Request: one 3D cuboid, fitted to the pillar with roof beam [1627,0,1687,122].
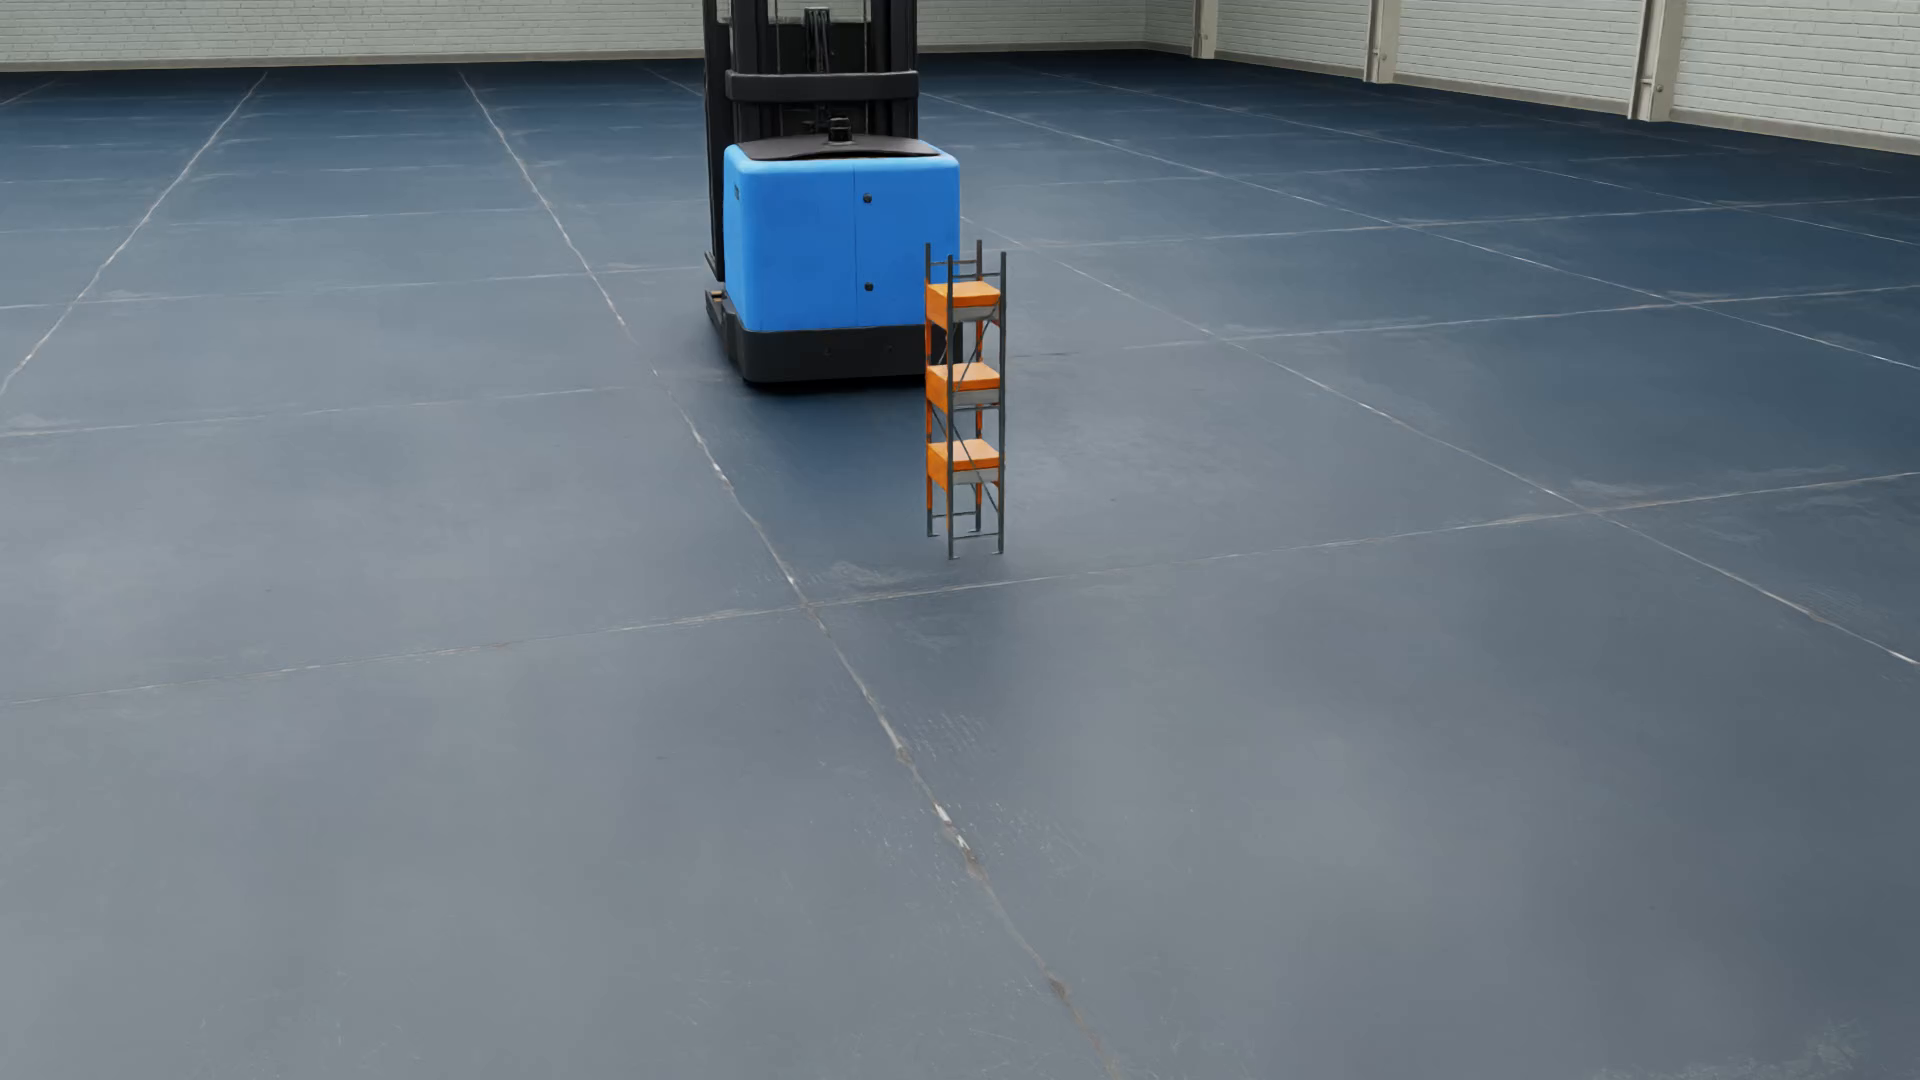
[{"bbox_3d":[4.173,-8.815,17.148,9.100,9.000,0.400,-6,21,-17],"label":"pillar with roof beam"}]

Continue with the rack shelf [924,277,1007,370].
[{"bbox_3d":[0.017,-0.734,5.599,0.215,0.259,0.240,-6,21,-17],"label":"rack shelf"}]

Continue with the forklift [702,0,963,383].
[{"bbox_3d":[-0.817,-2.575,8.750,1.130,2.935,3.031,-4,20,-12],"label":"forklift"}]

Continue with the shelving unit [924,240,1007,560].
[{"bbox_3d":[0.017,-0.477,5.691,0.215,1.050,0.252,-6,21,-17],"label":"shelving unit"}]

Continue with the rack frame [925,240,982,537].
[{"bbox_3d":[-0.022,-0.516,5.800,0.200,1.050,0.008,-6,21,-17],"label":"rack frame"}]

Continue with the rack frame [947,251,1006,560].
[{"bbox_3d":[0.055,-0.438,5.582,0.200,1.050,0.008,-6,21,-17],"label":"rack frame"}]

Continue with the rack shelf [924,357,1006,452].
[{"bbox_3d":[0.017,-0.467,5.695,0.215,0.259,0.240,-6,21,-17],"label":"rack shelf"}]

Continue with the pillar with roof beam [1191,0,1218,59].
[{"bbox_3d":[0.402,-12.666,27.869,9.100,9.000,0.400,-6,21,-17],"label":"pillar with roof beam"}]

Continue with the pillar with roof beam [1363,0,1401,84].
[{"bbox_3d":[2.287,-10.741,22.508,9.100,9.000,0.400,-6,21,-17],"label":"pillar with roof beam"}]

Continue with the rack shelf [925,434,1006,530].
[{"bbox_3d":[0.017,-0.205,5.789,0.215,0.259,0.240,-6,21,-17],"label":"rack shelf"}]
